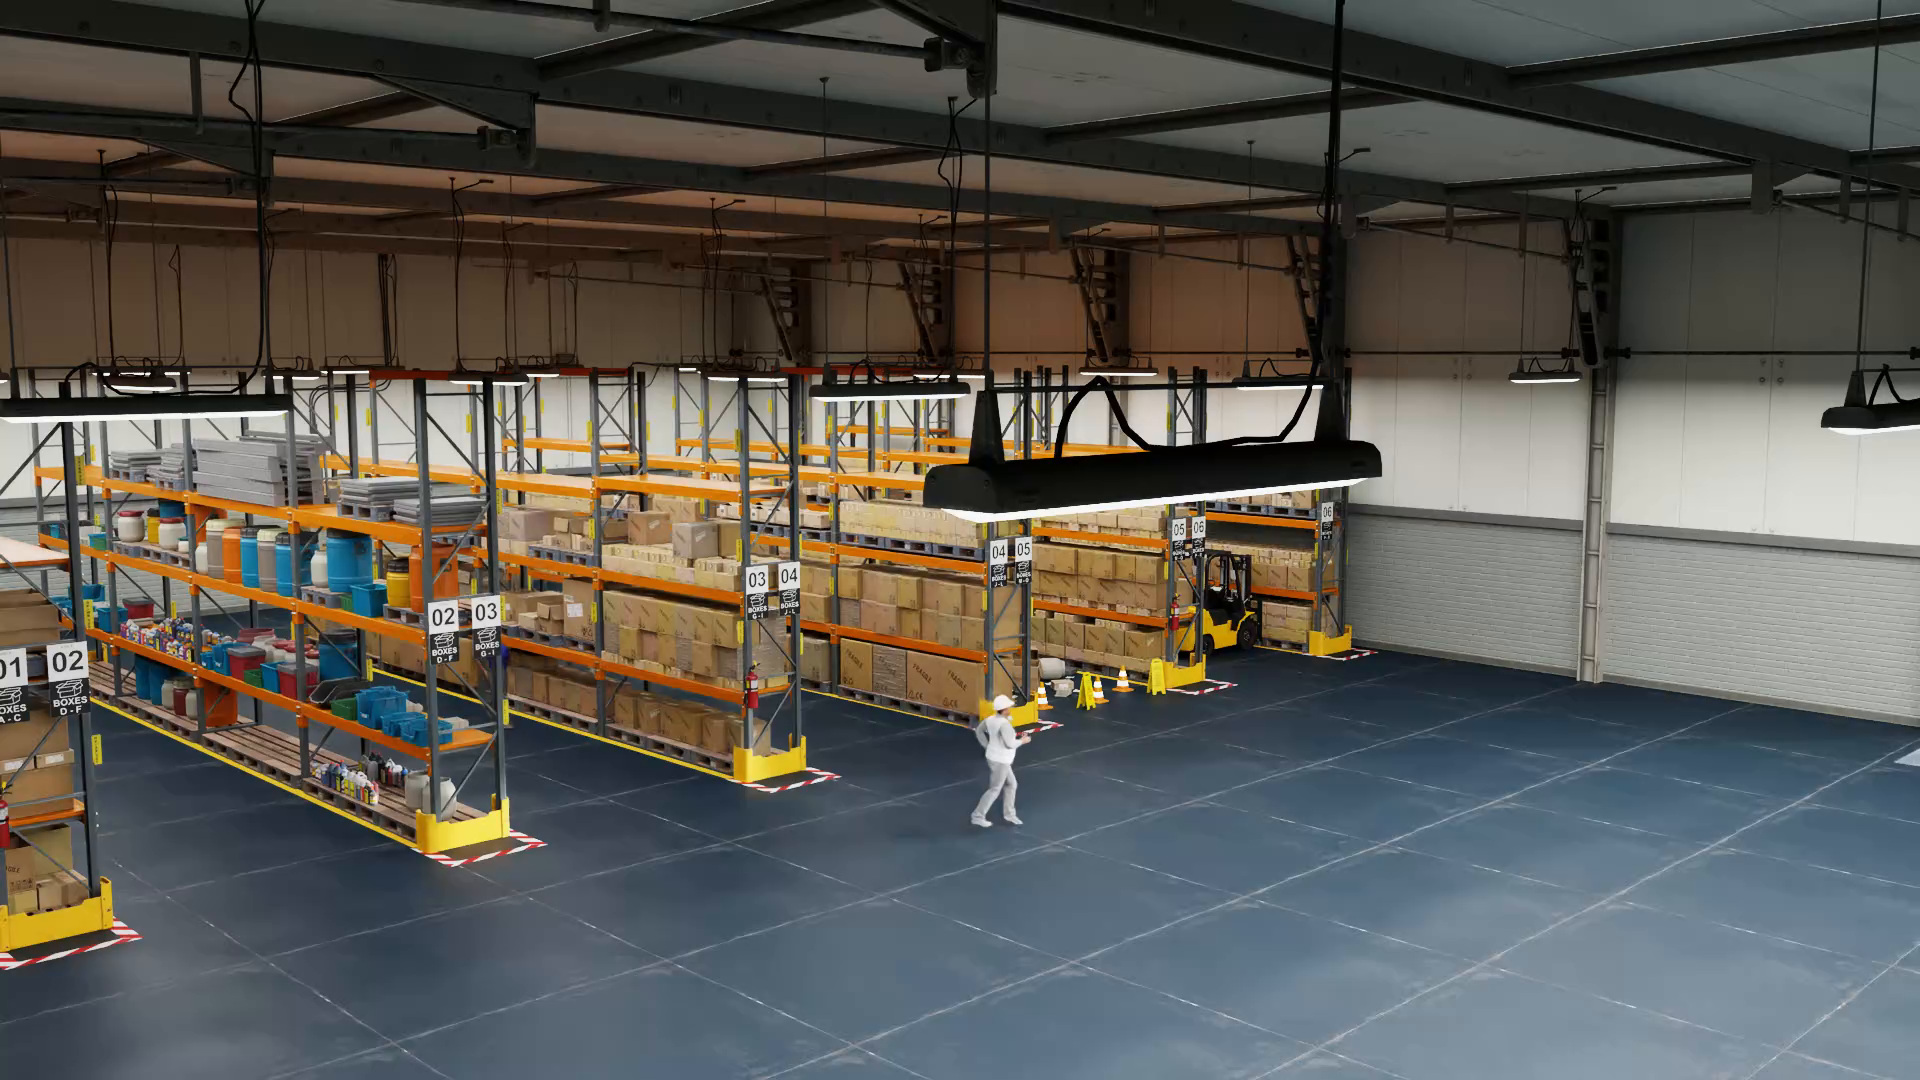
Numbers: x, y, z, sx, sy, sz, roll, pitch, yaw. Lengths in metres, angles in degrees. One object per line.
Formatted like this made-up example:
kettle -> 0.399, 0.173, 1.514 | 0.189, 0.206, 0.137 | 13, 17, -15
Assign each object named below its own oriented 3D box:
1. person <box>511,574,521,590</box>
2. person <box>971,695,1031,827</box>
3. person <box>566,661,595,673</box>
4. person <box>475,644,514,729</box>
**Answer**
person -> -10.846, 0.882, 40.812 | 0.886, 1.742, 0.666 | -6, 9, -41
person -> 0.529, 2.963, 22.079 | 0.845, 1.822, 0.605 | -2, 7, -16
person -> -7.296, 1.820, 31.980 | 0.891, 1.819, 0.669 | 6, 9, 44
person -> -7.835, 2.334, 28.121 | 0.924, 1.624, 0.583 | 5, 8, 40
